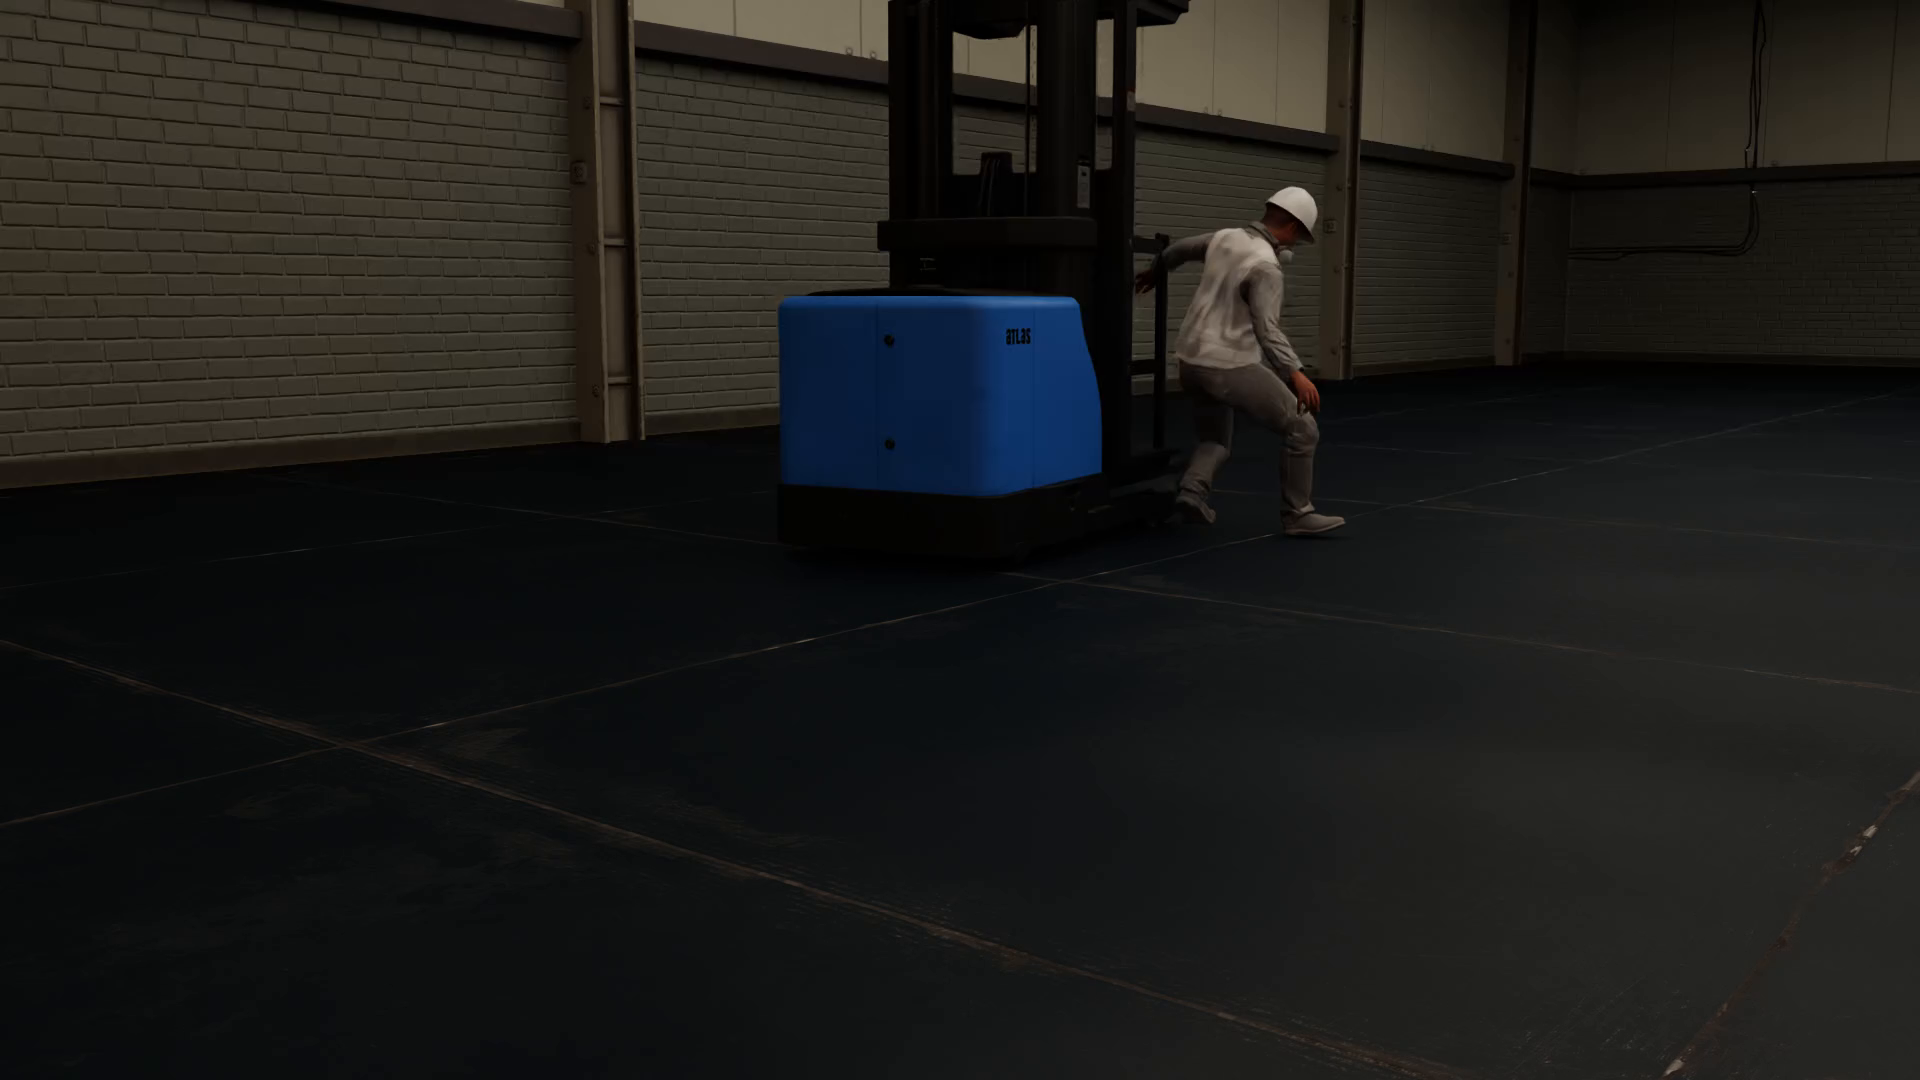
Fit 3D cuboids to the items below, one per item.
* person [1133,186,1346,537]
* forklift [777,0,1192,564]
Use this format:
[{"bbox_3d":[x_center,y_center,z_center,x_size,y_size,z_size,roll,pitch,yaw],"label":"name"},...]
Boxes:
[{"bbox_3d":[1.251,-0.809,7.588,0.702,1.559,1.160,-3,9,-18],"label":"person"},{"bbox_3d":[0.385,-1.531,7.742,1.130,2.935,3.031,4,9,28],"label":"forklift"}]
